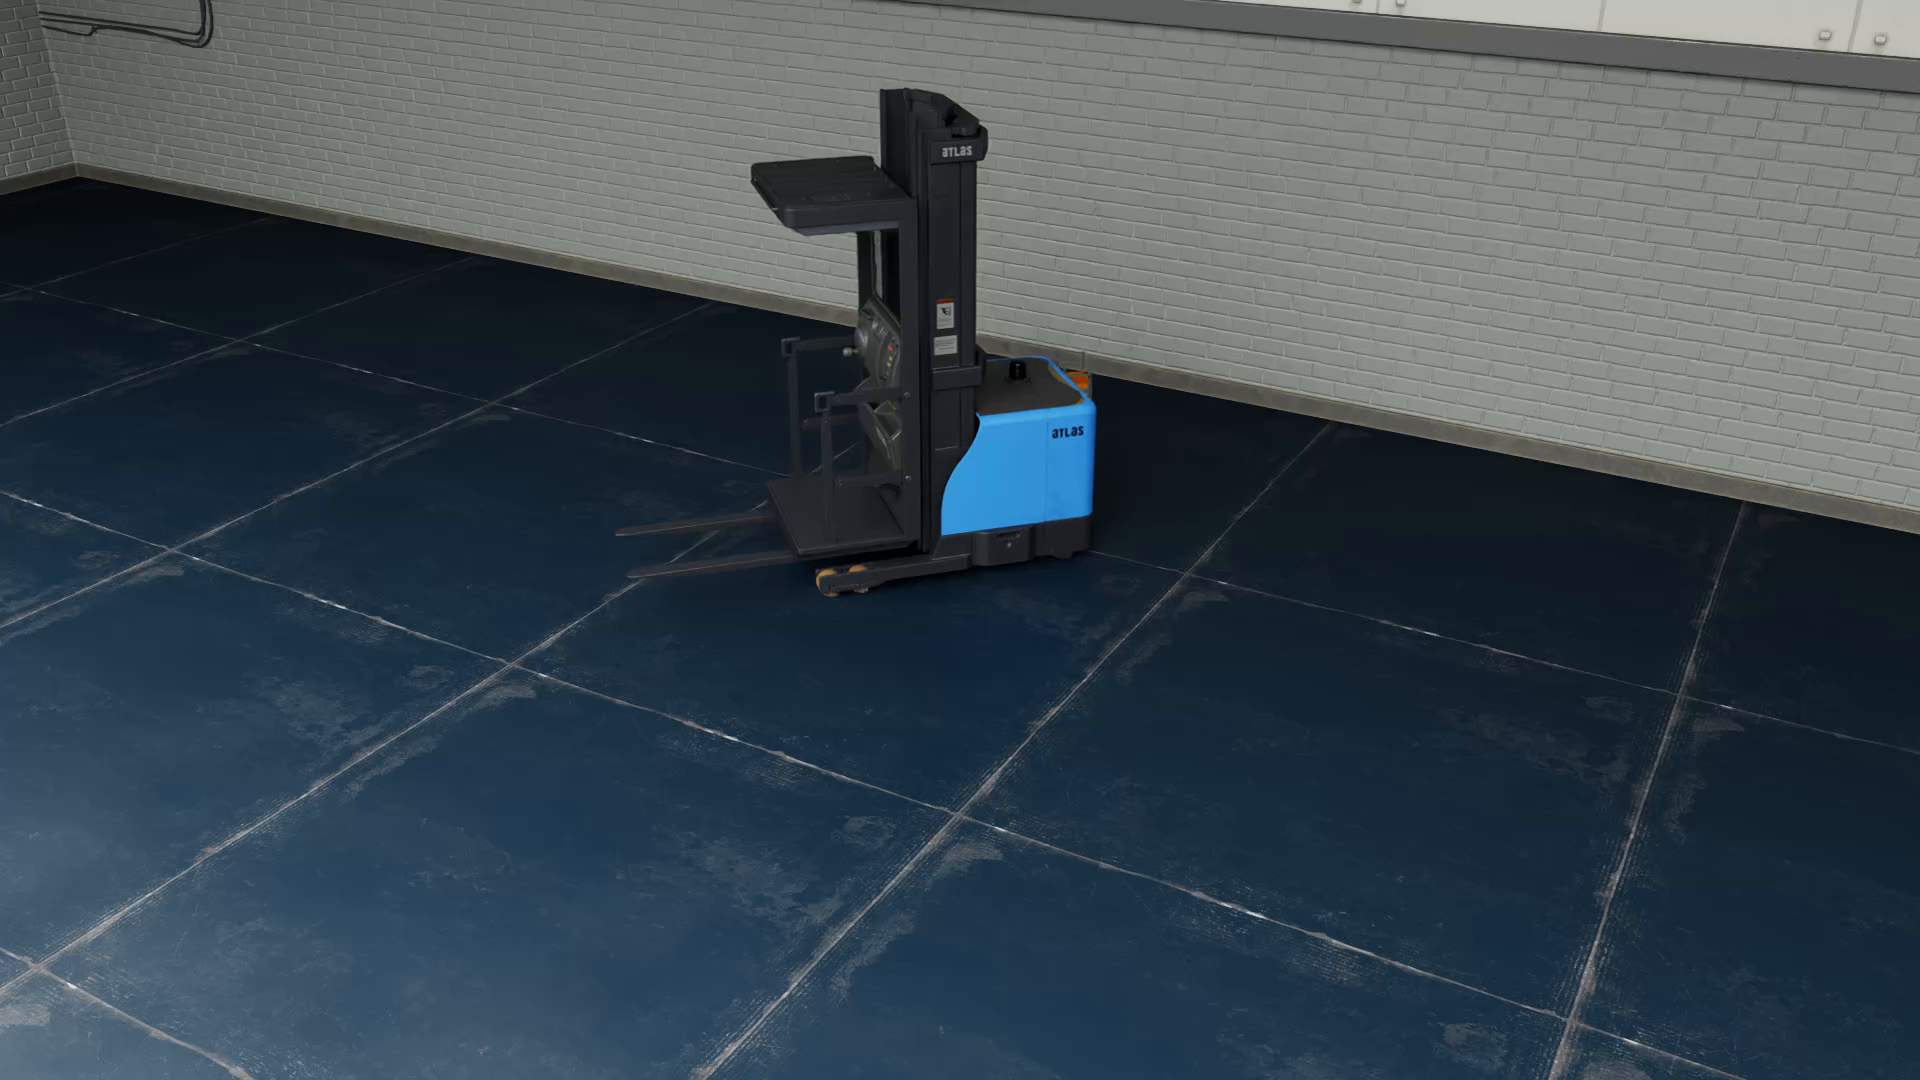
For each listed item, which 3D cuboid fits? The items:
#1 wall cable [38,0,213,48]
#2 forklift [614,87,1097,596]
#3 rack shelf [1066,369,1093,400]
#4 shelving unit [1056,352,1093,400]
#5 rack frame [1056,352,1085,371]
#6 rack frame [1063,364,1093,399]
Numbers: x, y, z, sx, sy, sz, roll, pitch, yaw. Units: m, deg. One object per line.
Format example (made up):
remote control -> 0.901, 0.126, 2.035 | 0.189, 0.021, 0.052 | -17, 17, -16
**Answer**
wall cable -> -9.274, -6.647, 17.864 | 3.097, 2.526, 0.112 | 14, 30, 26
forklift -> -0.695, -1.221, 10.334 | 3.031, 2.935, 1.130 | -8, 28, -15
rack shelf -> 0.775, -1.006, 11.396 | 0.215, 0.259, 0.240 | -4, 27, -8
shelving unit -> 0.775, -0.761, 11.518 | 0.215, 1.050, 0.252 | -4, 27, -8
rack frame -> 0.757, -0.815, 11.626 | 0.200, 1.050, 0.008 | -4, 27, -8
rack frame -> 0.793, -0.707, 11.410 | 0.200, 1.050, 0.008 | -4, 27, -8
